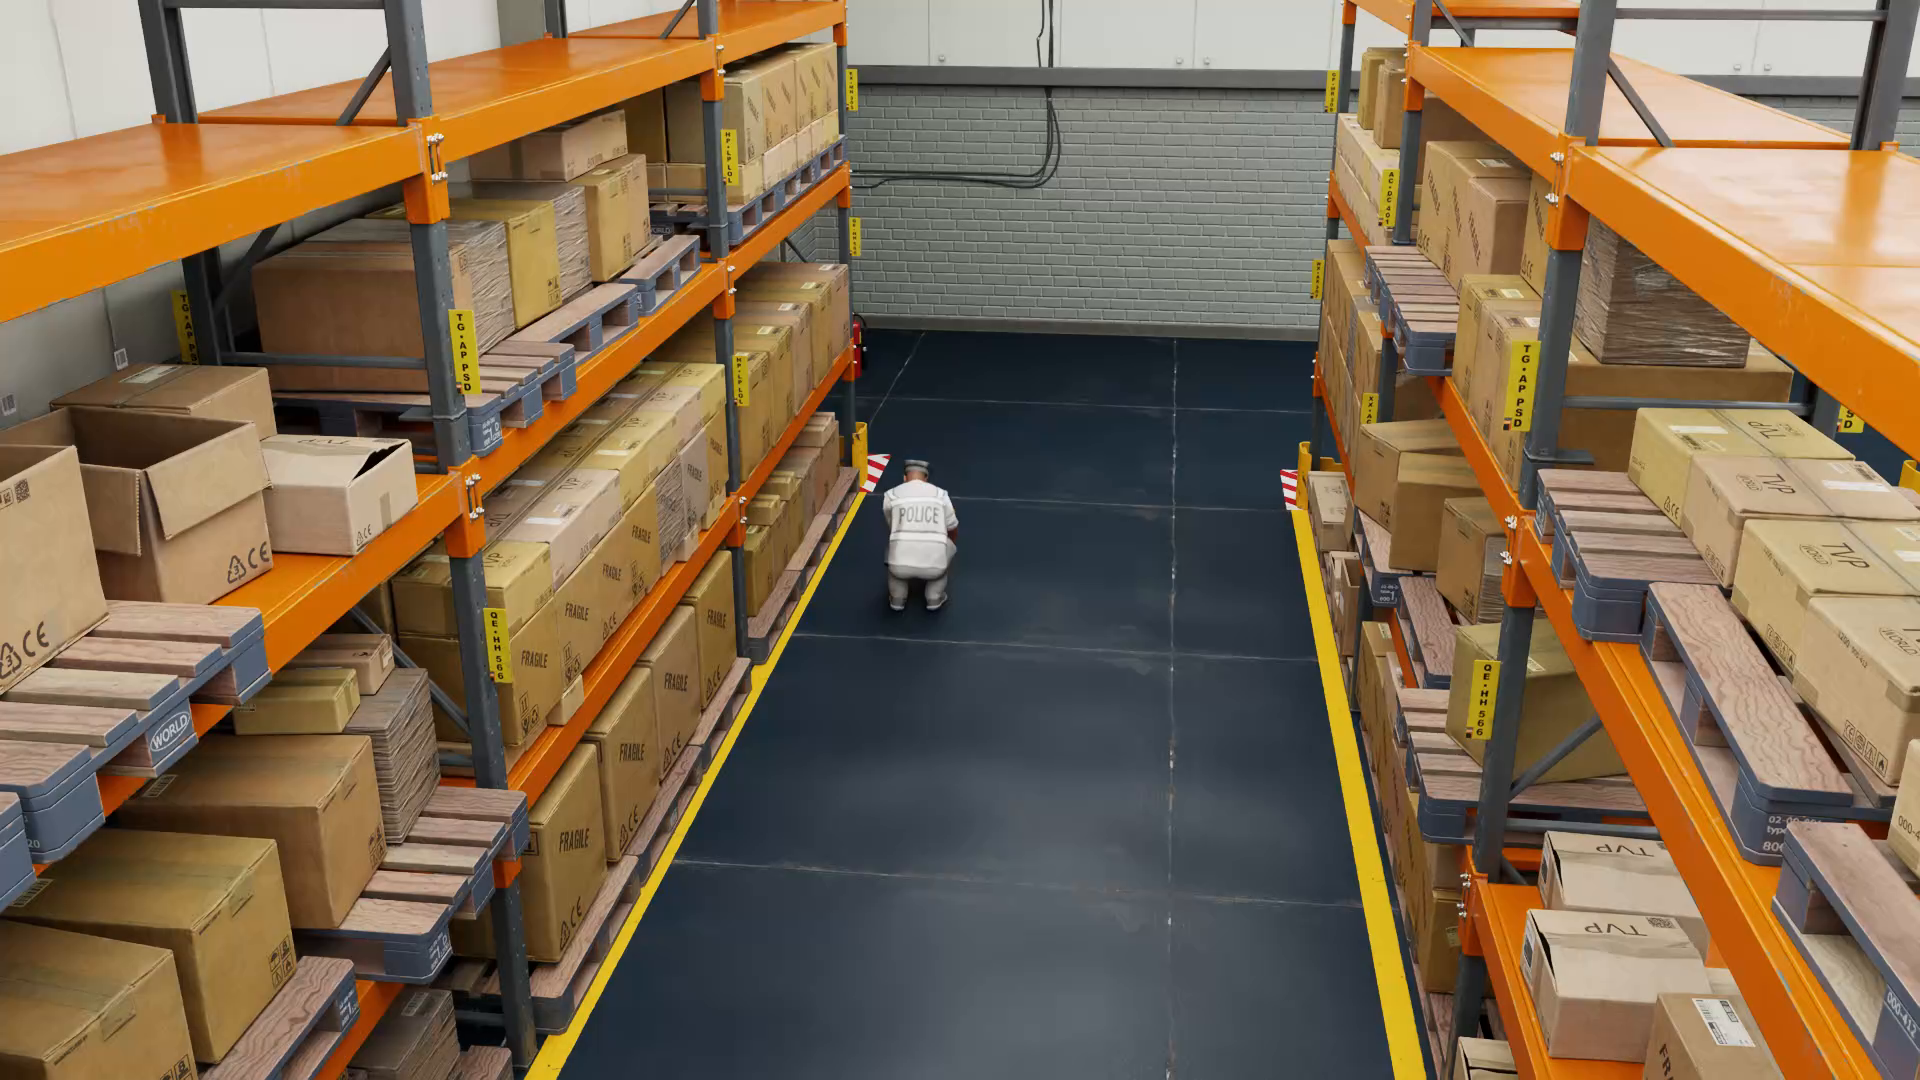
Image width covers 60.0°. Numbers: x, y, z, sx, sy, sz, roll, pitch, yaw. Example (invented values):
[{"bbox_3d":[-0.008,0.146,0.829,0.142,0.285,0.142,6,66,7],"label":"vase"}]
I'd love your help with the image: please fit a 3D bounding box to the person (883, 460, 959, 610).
[{"bbox_3d":[-0.300,-0.034,12.216,0.548,1.011,0.893,2,21,6],"label":"person"}]
